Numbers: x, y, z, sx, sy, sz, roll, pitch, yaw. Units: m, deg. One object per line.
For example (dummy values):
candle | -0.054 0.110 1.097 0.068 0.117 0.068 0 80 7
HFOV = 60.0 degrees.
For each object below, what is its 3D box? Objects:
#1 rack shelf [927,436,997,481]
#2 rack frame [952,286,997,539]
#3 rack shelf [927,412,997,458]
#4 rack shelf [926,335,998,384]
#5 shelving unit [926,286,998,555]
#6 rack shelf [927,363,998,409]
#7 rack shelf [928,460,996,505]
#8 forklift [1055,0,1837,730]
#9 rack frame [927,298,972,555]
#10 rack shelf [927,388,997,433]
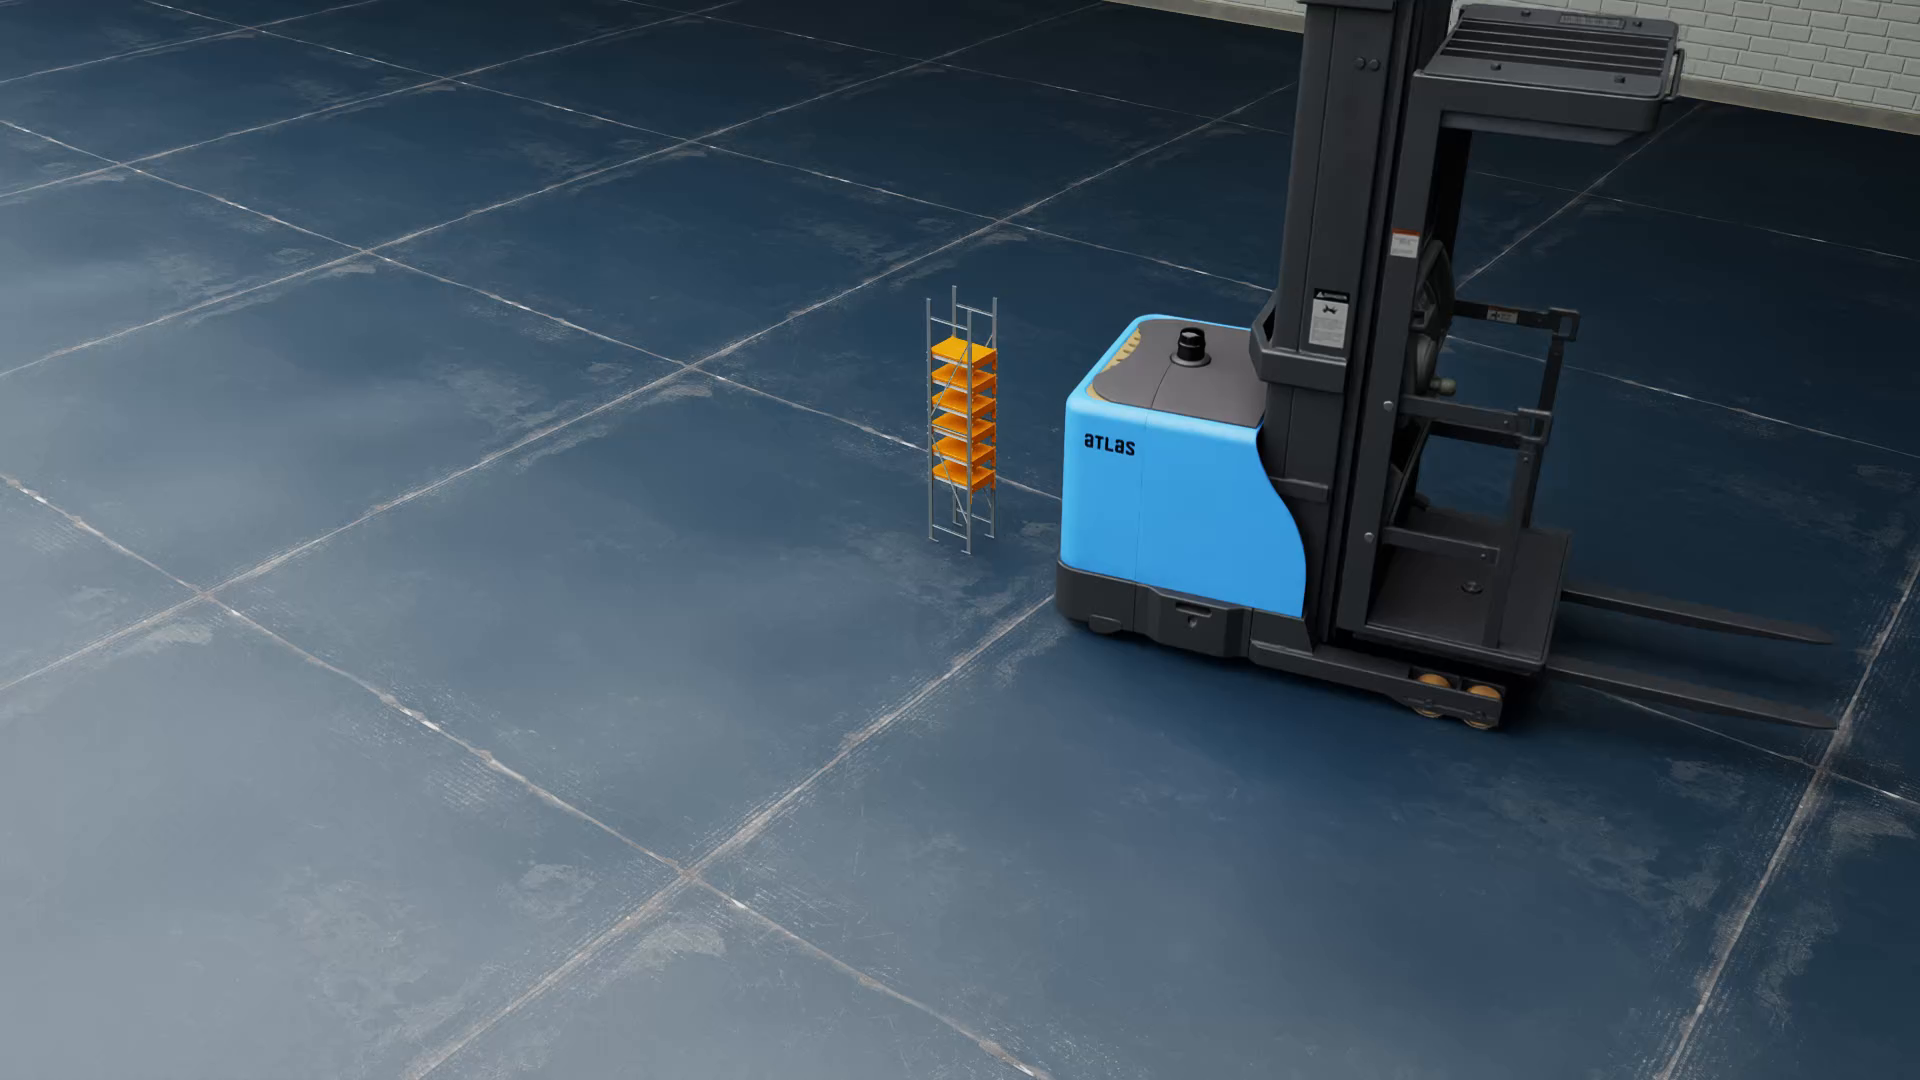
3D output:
rack shelf | 0.009 -0.381 7.538 0.258 0.103 0.180 21 37 31
rack frame | 0.064 -0.559 7.517 0.240 1.200 0.006 21 37 31
rack shelf | 0.009 -0.484 7.477 0.258 0.103 0.180 21 37 31
rack shelf | 0.009 -0.794 7.293 0.258 0.103 0.180 21 37 31
shelving unit | 0.009 -0.522 7.454 0.258 1.200 0.189 21 37 31
rack shelf | 0.009 -0.690 7.354 0.258 0.103 0.180 21 37 31
rack shelf | 0.009 -0.277 7.599 0.258 0.103 0.180 21 37 31
forklift | 1.975 -0.832 6.278 3.031 2.935 1.130 12 33 20
rack frame | -0.047 -0.485 7.391 0.240 1.200 0.006 21 37 31
rack shelf | 0.009 -0.587 7.415 0.258 0.103 0.180 21 37 31
